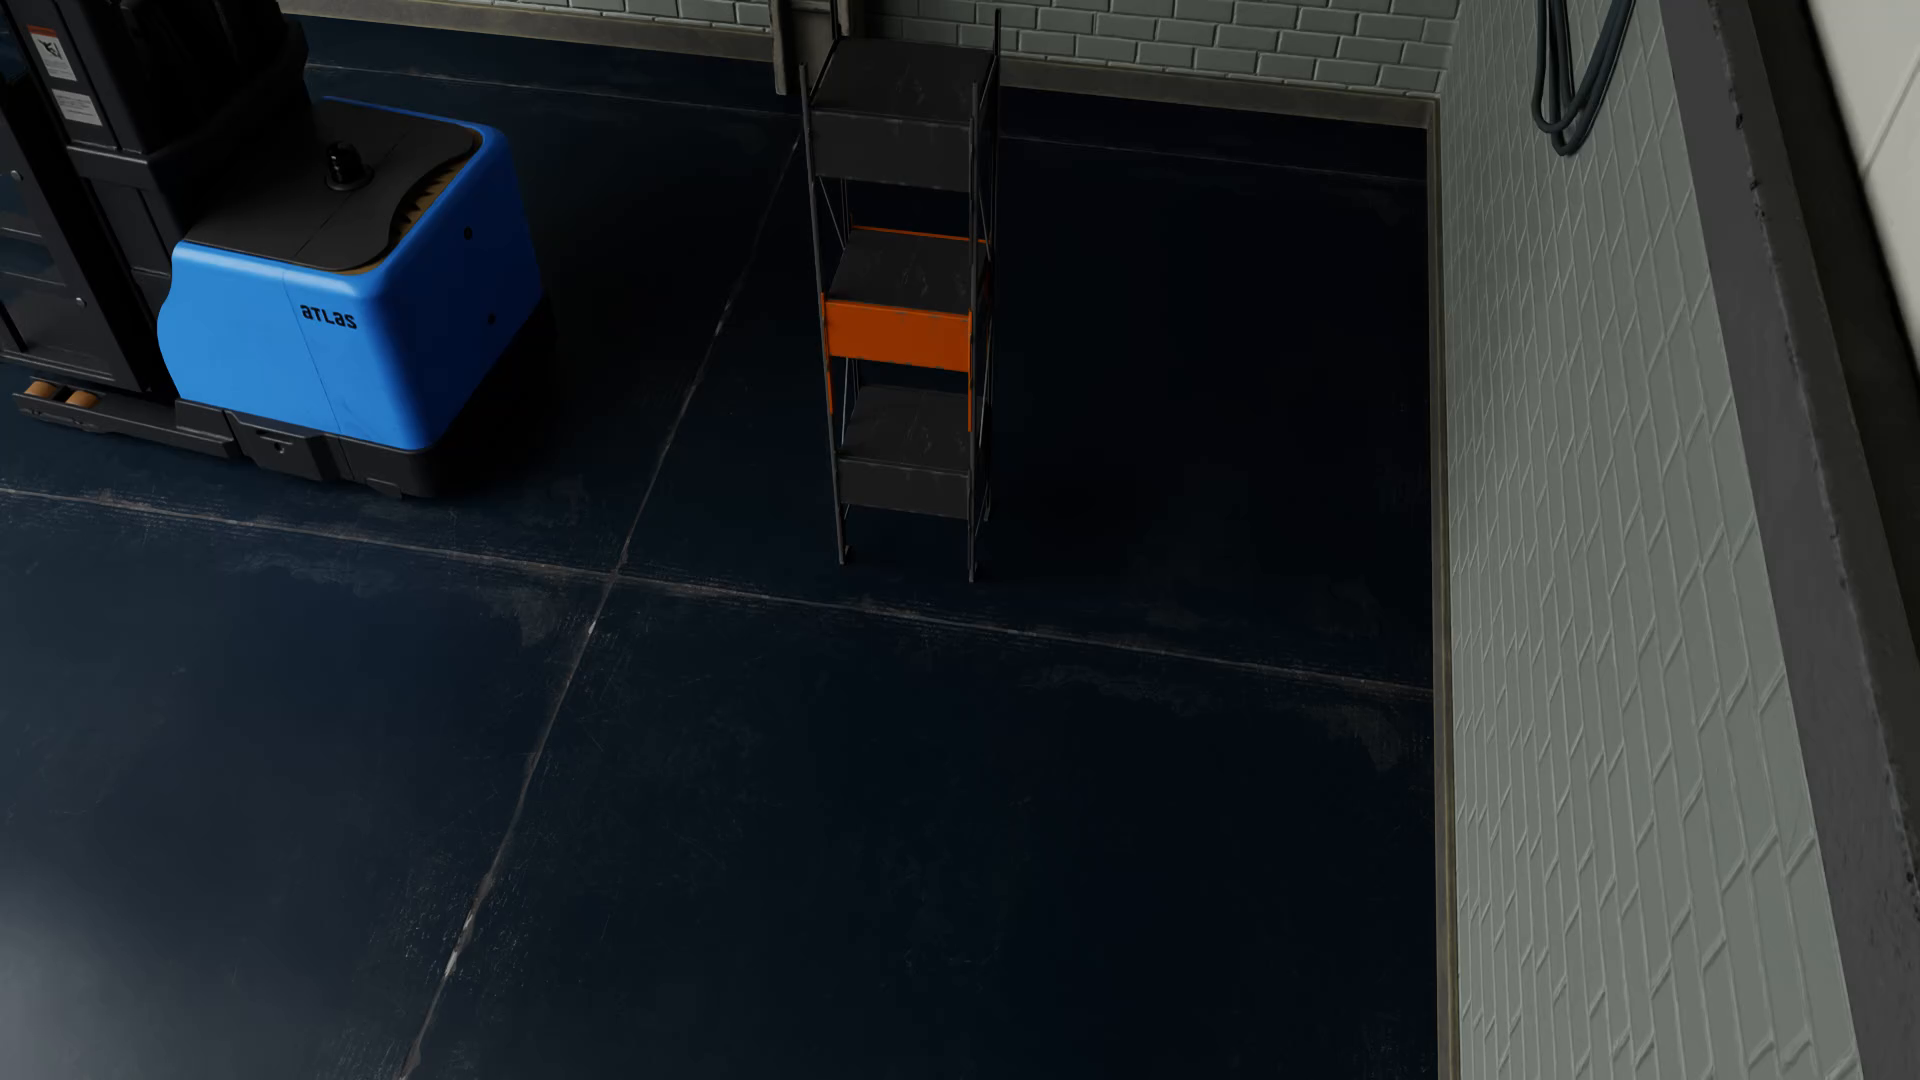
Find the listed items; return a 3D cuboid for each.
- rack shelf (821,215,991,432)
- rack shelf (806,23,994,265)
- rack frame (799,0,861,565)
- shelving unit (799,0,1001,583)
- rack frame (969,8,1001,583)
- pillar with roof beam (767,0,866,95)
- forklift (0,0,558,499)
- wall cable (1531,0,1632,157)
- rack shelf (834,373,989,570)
[{"bbox_3d":[-0.163,-0.715,5.499,0.480,0.518,0.431,8,49,7],"label":"rack shelf"},{"bbox_3d":[-0.163,-1.182,4.978,0.480,0.518,0.431,8,49,7],"label":"rack shelf"},{"bbox_3d":[-0.403,-0.756,5.518,0.015,2.100,0.400,8,49,7],"label":"rack frame"},{"bbox_3d":[-0.163,-0.724,5.489,0.503,2.100,0.431,8,49,7],"label":"shelving unit"},{"bbox_3d":[0.077,-0.691,5.460,0.015,2.100,0.400,8,49,7],"label":"rack frame"},{"bbox_3d":[-1.454,-2.152,2.134,0.400,9.000,9.100,8,49,7],"label":"pillar with roof beam"},{"bbox_3d":[-3.243,-1.773,5.872,3.031,2.935,1.130,13,49,11],"label":"forklift"},{"bbox_3d":[1.976,-2.907,4.900,0.112,2.526,3.097,8,49,7],"label":"wall cable"},{"bbox_3d":[-0.163,-0.247,6.019,0.480,0.518,0.431,8,49,7],"label":"rack shelf"}]
